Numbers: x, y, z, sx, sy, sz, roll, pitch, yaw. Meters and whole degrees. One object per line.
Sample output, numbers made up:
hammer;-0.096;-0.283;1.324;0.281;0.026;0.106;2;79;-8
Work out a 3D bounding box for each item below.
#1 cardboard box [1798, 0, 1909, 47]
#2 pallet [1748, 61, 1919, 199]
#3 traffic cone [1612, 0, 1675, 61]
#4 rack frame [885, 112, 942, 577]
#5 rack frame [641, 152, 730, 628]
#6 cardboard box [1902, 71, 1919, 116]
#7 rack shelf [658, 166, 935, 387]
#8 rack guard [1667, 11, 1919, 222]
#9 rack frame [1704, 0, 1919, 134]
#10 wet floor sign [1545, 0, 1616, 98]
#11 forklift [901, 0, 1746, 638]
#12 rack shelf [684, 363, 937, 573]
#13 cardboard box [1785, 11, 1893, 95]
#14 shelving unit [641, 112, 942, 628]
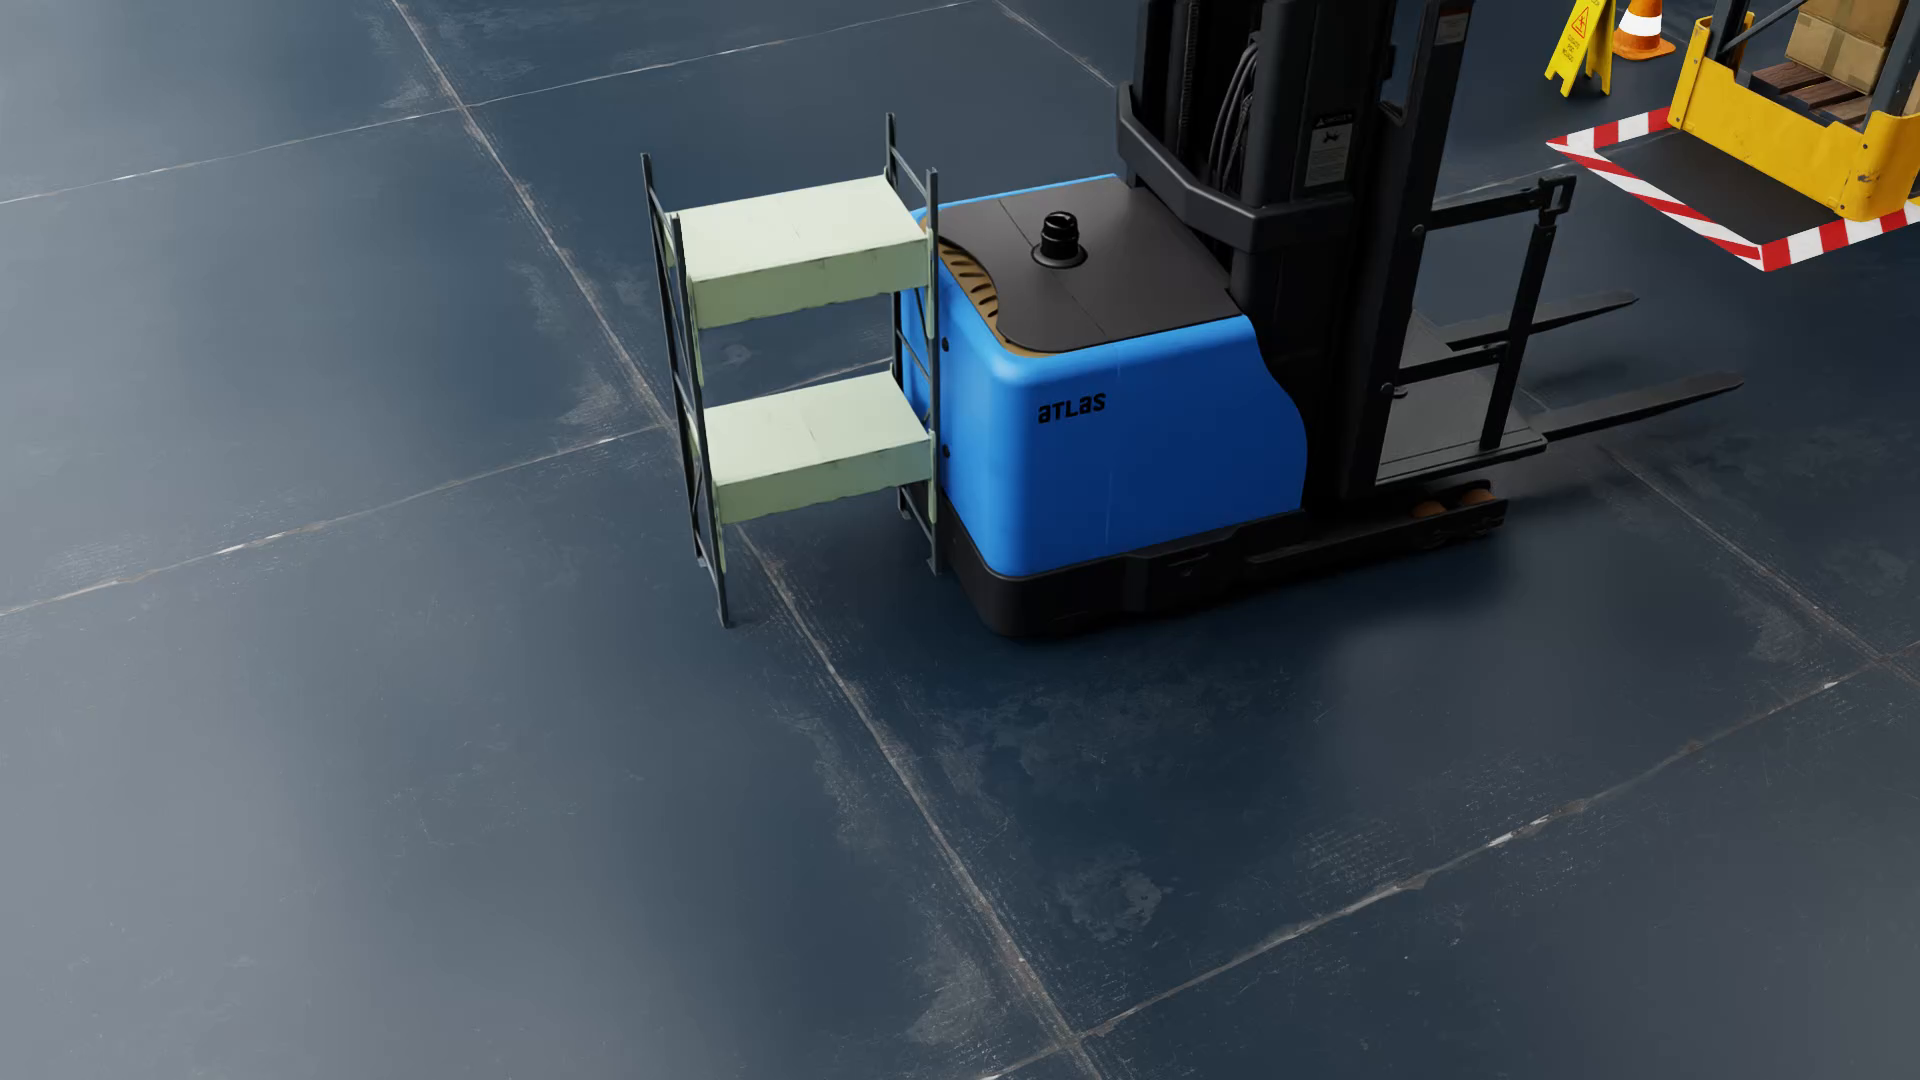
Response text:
cardboard box;4.403;-2.699;7.840;0.500;0.500;0.500;-18;44;-20
pallet;4.617;-2.094;8.061;1.213;0.211;1.003;-19;44;-21
traffic cone;3.598;-2.813;8.715;0.334;0.463;0.336;-19;44;-21
rack frame;-0.142;-0.572;5.265;0.023;1.500;0.400;-13;42;-15
rack frame;-0.828;-0.408;5.071;0.023;1.500;0.400;-13;42;-15
cardboard box;4.656;-2.107;7.720;0.500;0.250;0.500;-19;44;-21
rack shelf;-0.485;-0.788;4.916;0.720;0.370;0.431;-13;42;-15
rack guard;3.880;-1.982;7.705;0.348;0.500;1.175;-19;44;-21
rack frame;3.813;-2.914;6.870;0.127;3.000;1.000;-19;44;-21
wet floor sign;3.150;-2.572;8.288;0.232;0.644;0.267;-5;40;-6
forklift;1.349;-1.395;5.129;3.031;2.935;1.130;-13;42;-15
rack shelf;-0.485;-0.241;5.379;0.720;0.370;0.431;-13;42;-15
cardboard box;4.427;-2.427;8.099;0.500;0.250;0.500;-19;44;-21
shelving unit;-0.485;-0.490;5.168;0.755;1.500;0.431;-13;42;-15
